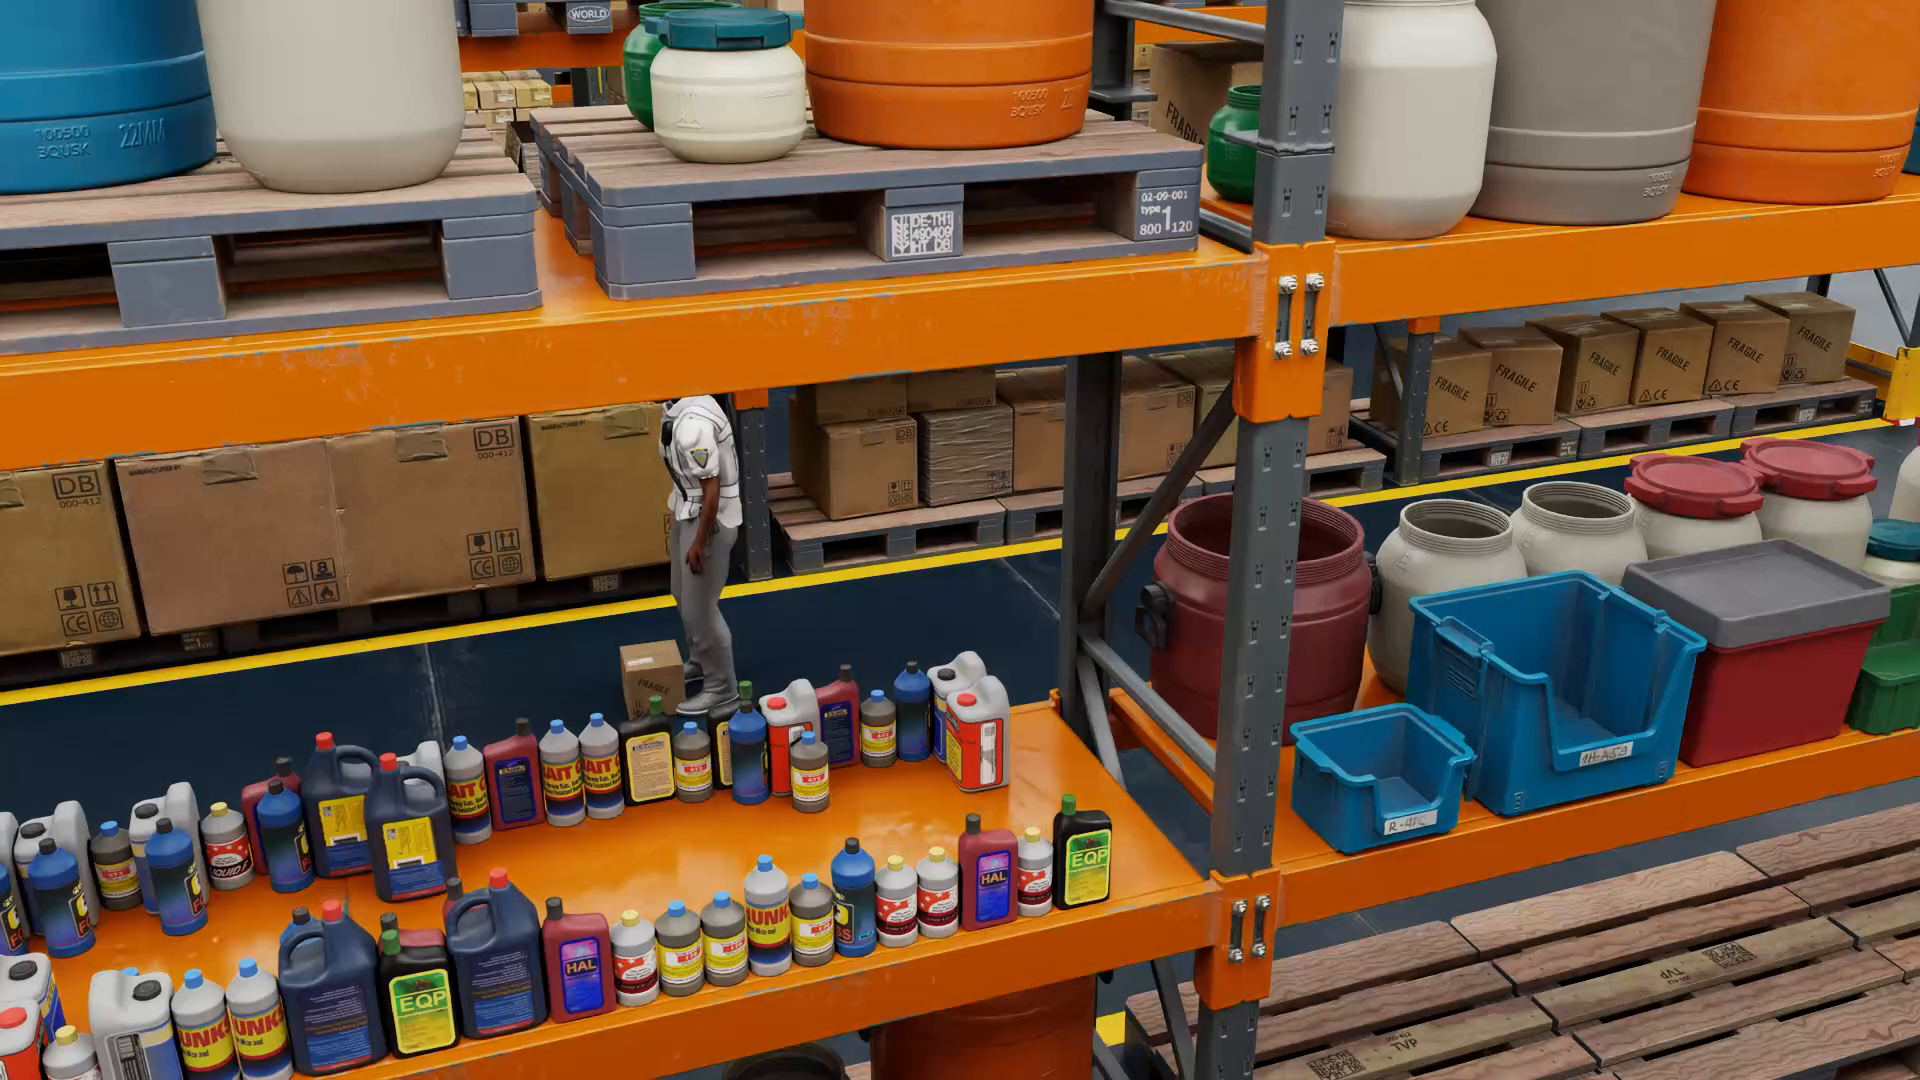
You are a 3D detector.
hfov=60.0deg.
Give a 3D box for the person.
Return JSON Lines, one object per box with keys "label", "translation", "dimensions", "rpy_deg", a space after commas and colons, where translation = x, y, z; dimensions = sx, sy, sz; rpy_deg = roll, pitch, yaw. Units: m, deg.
{"label": "person", "translation": [-1.155, -0.062, 7.242], "dimensions": [0.391, 1.660, 0.506], "rpy_deg": [-8, 24, -19]}
